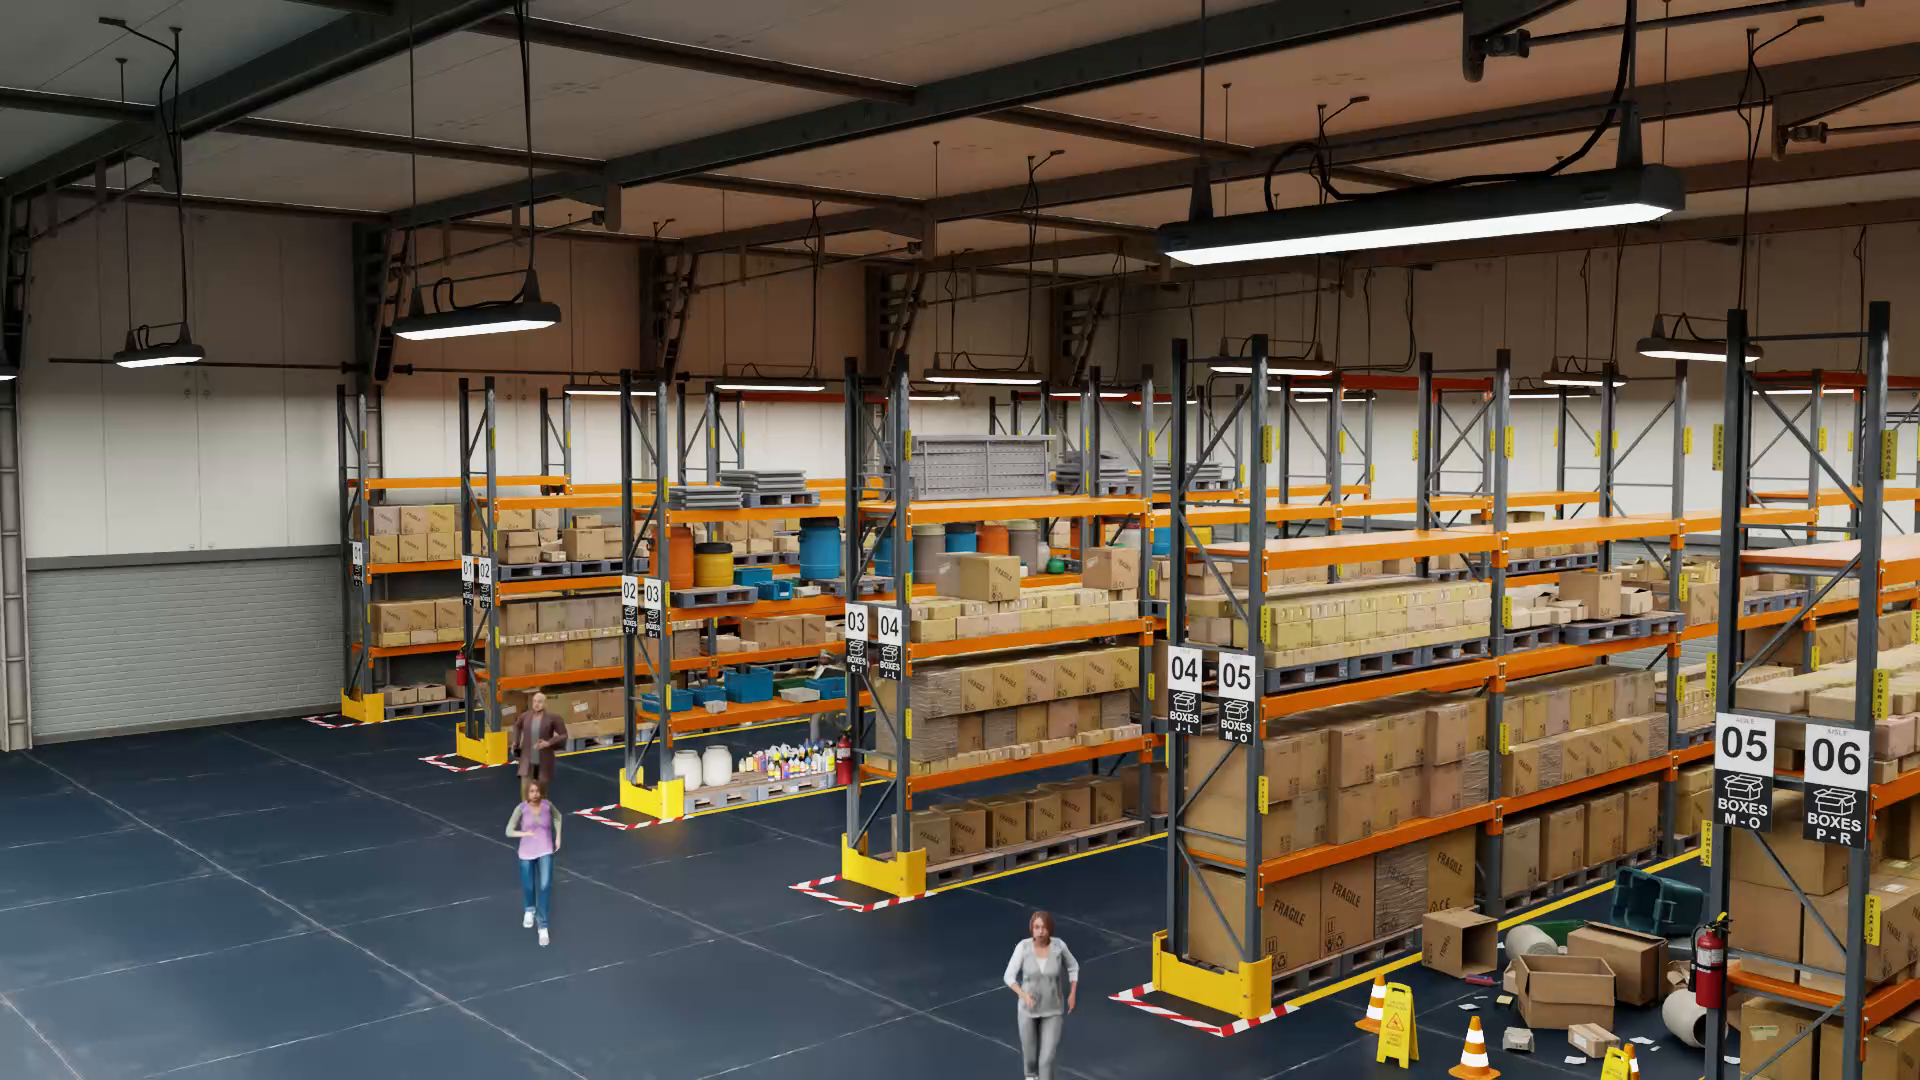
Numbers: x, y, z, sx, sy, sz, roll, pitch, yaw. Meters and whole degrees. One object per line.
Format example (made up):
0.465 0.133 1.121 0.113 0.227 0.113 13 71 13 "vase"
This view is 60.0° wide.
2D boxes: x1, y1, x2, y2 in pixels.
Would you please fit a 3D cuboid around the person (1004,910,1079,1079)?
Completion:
0.613 3.549 12.468 0.563 1.606 0.776 0 4 3 "person"

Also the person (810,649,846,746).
-2.140 2.566 26.529 0.583 1.675 0.904 4 5 45 "person"

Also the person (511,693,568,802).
-5.406 2.886 21.406 0.733 1.864 0.792 0 4 -3 "person"

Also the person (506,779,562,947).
-4.333 3.328 16.952 0.576 1.447 0.772 -1 4 -19 "person"
